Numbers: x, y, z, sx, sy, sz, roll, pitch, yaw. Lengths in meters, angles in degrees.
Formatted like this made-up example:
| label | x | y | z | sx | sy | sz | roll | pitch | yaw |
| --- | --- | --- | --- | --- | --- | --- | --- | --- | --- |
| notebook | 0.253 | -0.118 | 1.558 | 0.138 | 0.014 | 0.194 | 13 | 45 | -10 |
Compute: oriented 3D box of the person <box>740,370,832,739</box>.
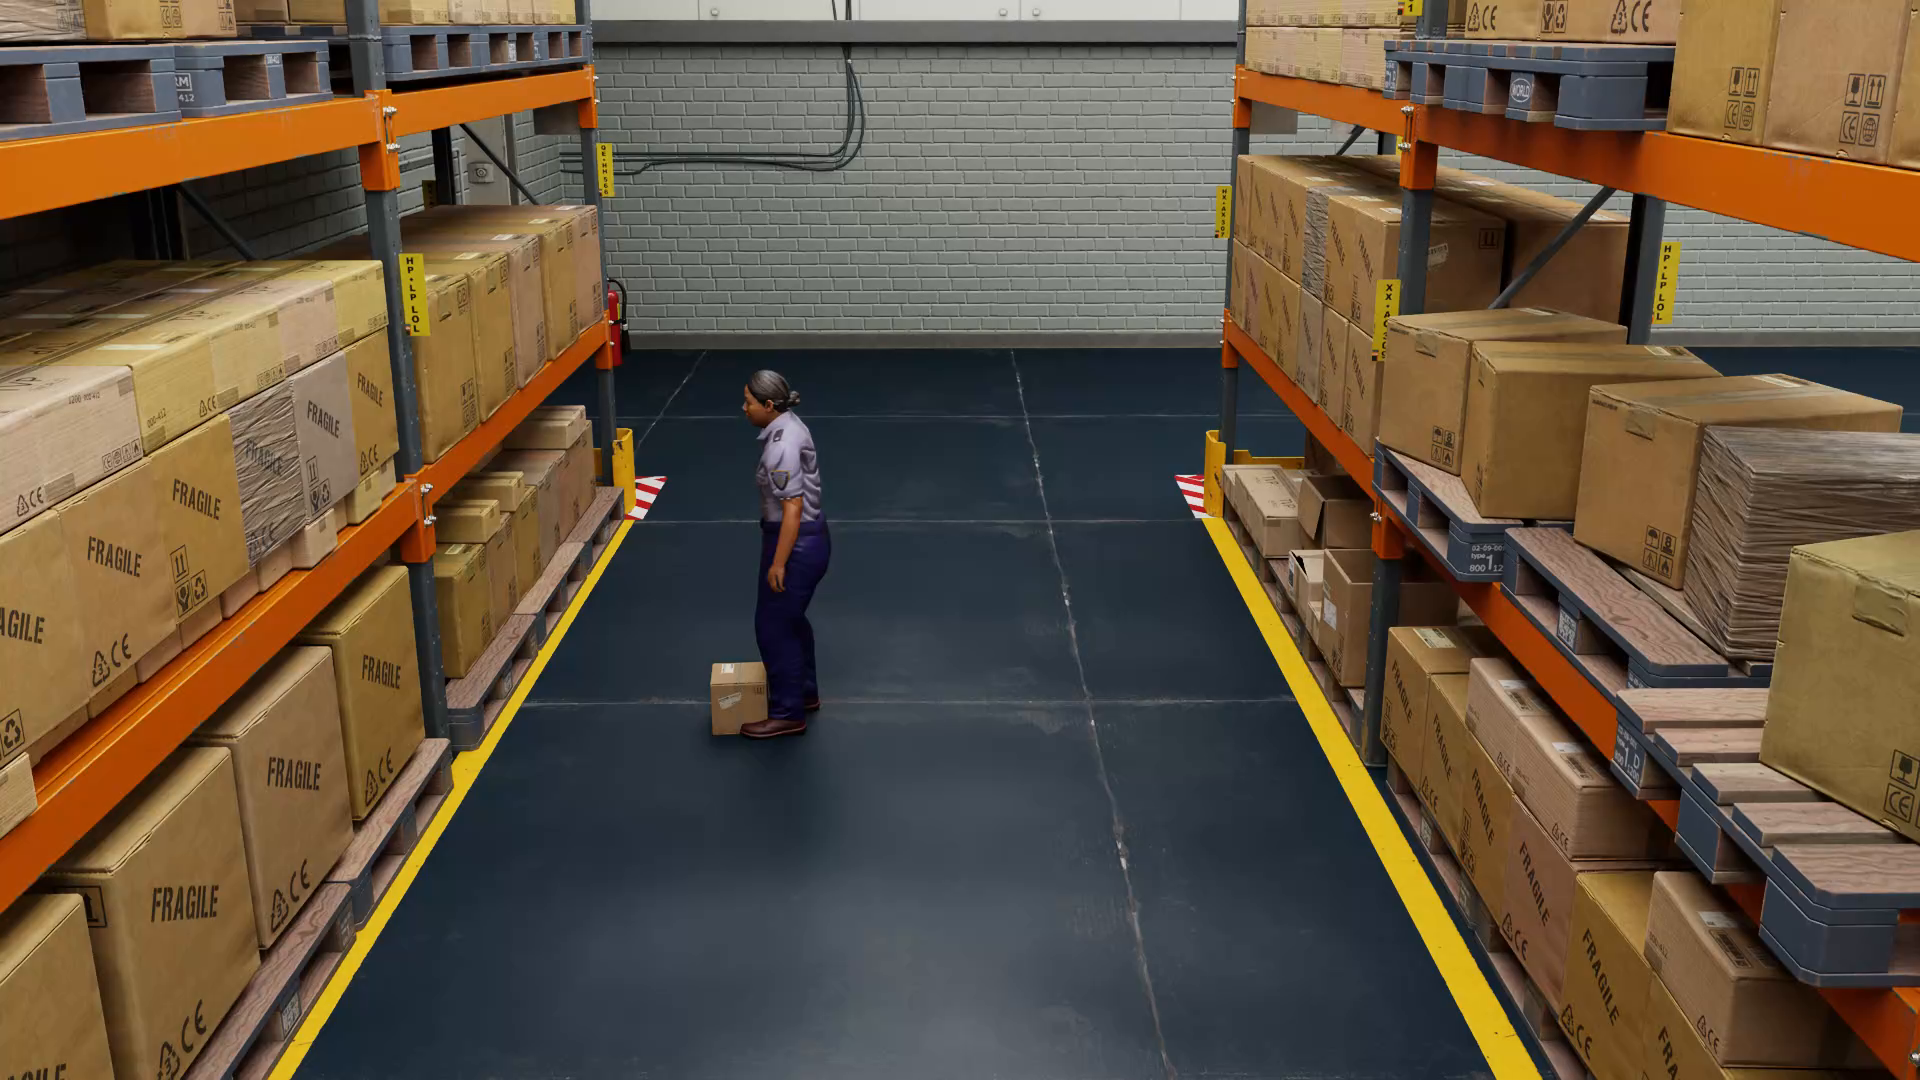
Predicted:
| label | x | y | z | sx | sy | sz | roll | pitch | yaw |
| --- | --- | --- | --- | --- | --- | --- | --- | --- | --- |
| person | -0.786 | 0.050 | 7.398 | 0.419 | 1.651 | 0.537 | 0 | 17 | -1 |
